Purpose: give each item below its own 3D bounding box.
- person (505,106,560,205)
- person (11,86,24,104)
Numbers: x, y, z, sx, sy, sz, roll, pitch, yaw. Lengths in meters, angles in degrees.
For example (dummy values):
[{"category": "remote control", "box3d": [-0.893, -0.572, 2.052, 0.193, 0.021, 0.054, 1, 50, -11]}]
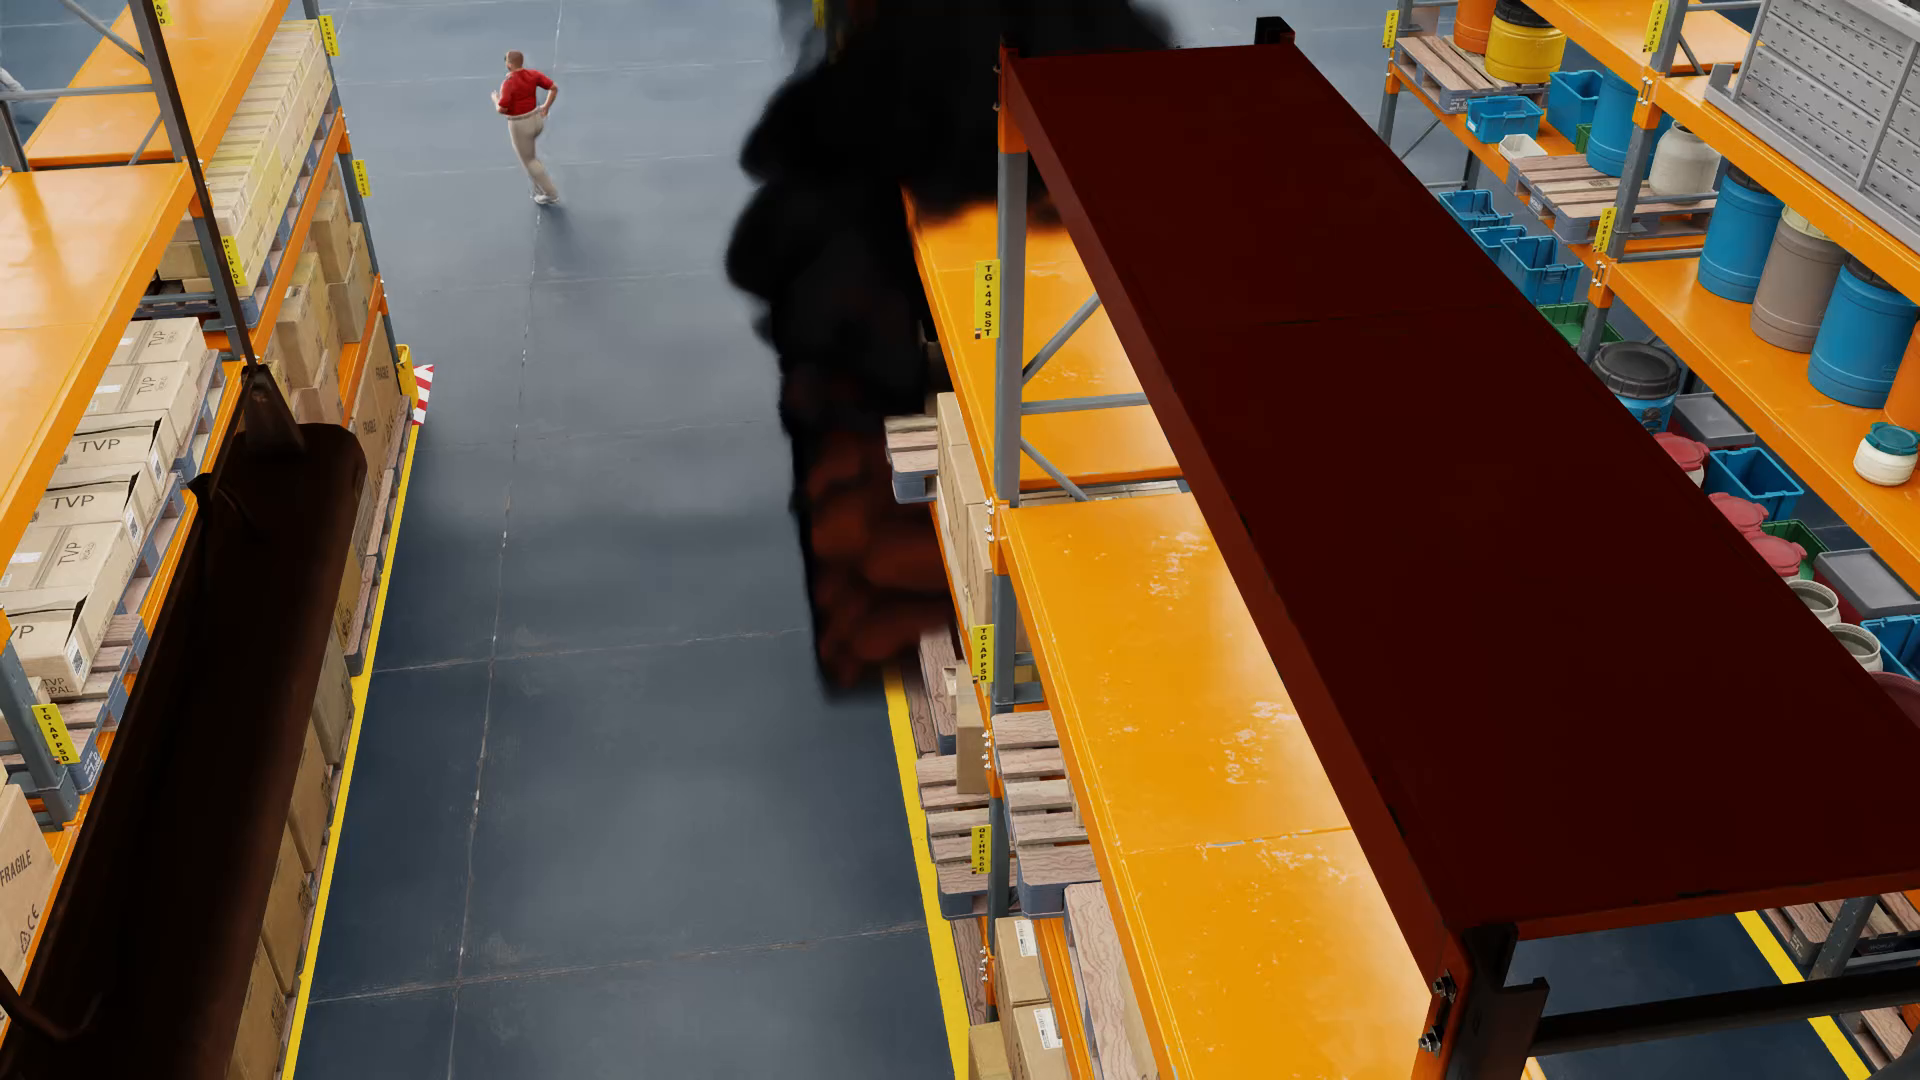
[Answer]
[{"category": "person", "box3d": [-4.711, -4.210, 18.313, 0.668, 1.112, 0.415, 15, 39, 20]}, {"category": "person", "box3d": [-11.972, -6.078, 20.248, 0.922, 1.777, 0.445, 18, 40, 23]}]
